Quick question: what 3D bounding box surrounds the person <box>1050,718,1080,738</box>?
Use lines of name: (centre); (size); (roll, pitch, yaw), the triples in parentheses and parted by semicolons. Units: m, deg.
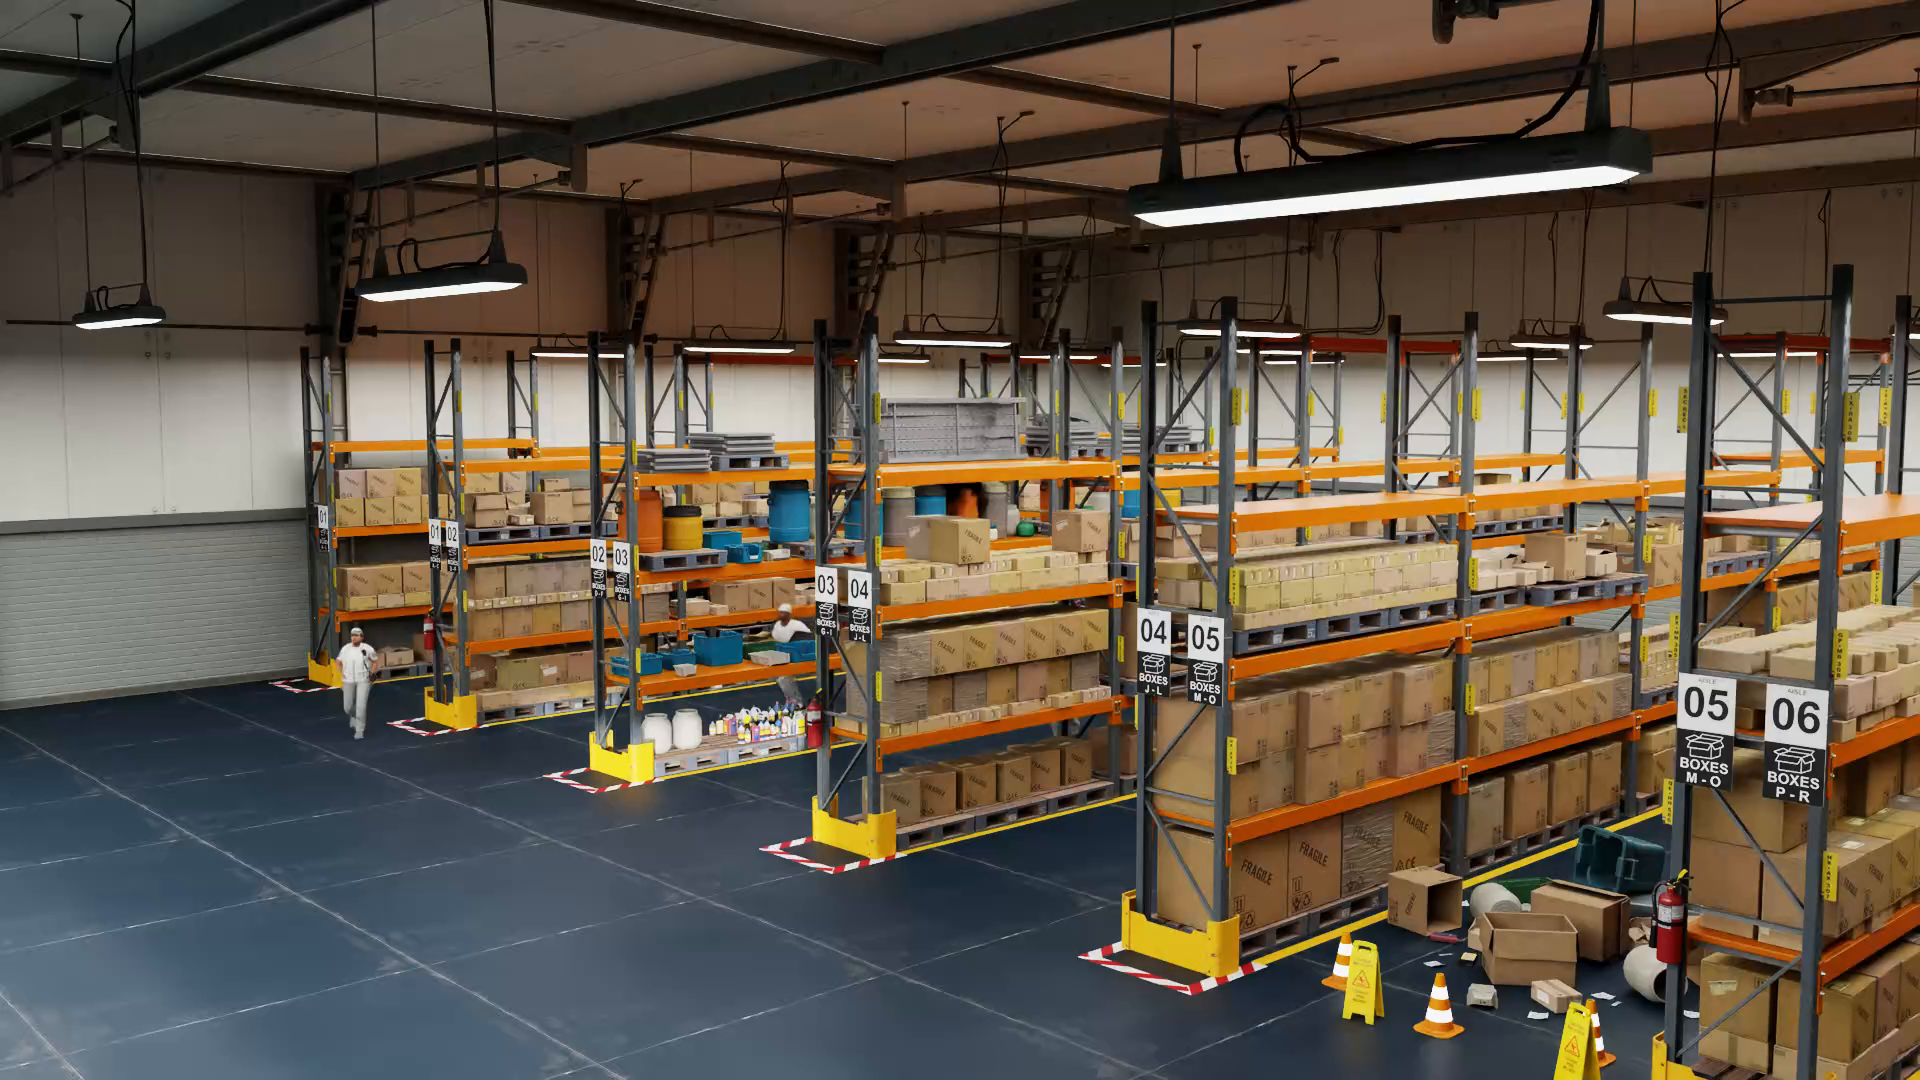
person: (1.479, 2.177, 24.525); (0.628, 1.663, 0.543); (4, 7, 39)

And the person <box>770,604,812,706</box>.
person: (-2.807, 1.935, 26.957); (0.721, 1.821, 0.729); (5, 7, 44)

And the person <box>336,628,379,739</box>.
person: (-9.120, 2.153, 25.161); (0.618, 1.664, 0.671); (-1, 5, -9)
